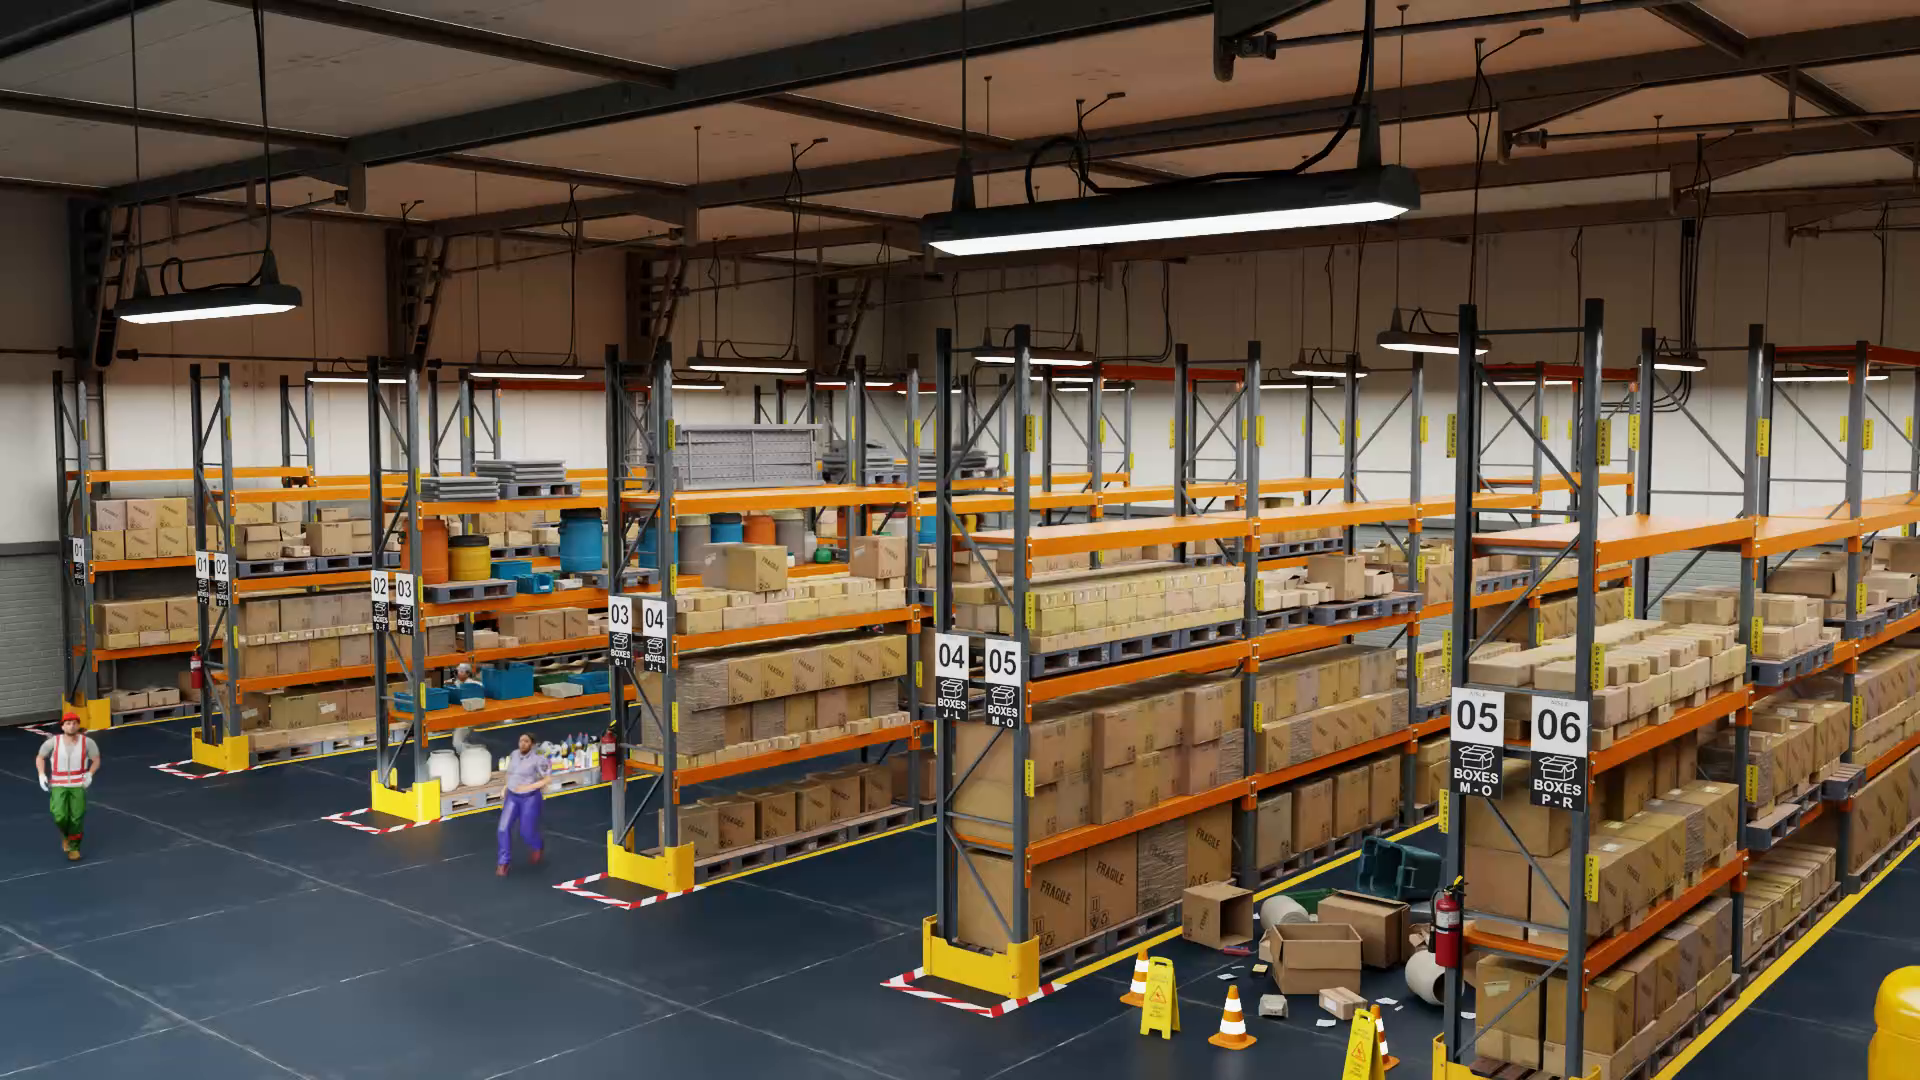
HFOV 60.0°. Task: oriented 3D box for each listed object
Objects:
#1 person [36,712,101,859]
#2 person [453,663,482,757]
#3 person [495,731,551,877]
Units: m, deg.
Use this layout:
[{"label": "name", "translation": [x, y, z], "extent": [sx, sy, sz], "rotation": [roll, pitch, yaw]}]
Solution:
[{"label": "person", "translation": [-10.424, 2.889, 19.467], "extent": [0.669, 1.743, 0.521], "rotation": [-2, 5, -28]}, {"label": "person", "translation": [-7.165, 2.619, 23.969], "extent": [0.585, 1.688, 0.644], "rotation": [3, 5, 35]}, {"label": "person", "translation": [-4.941, 3.016, 19.048], "extent": [0.649, 1.702, 0.758], "rotation": [1, 4, 19]}]
